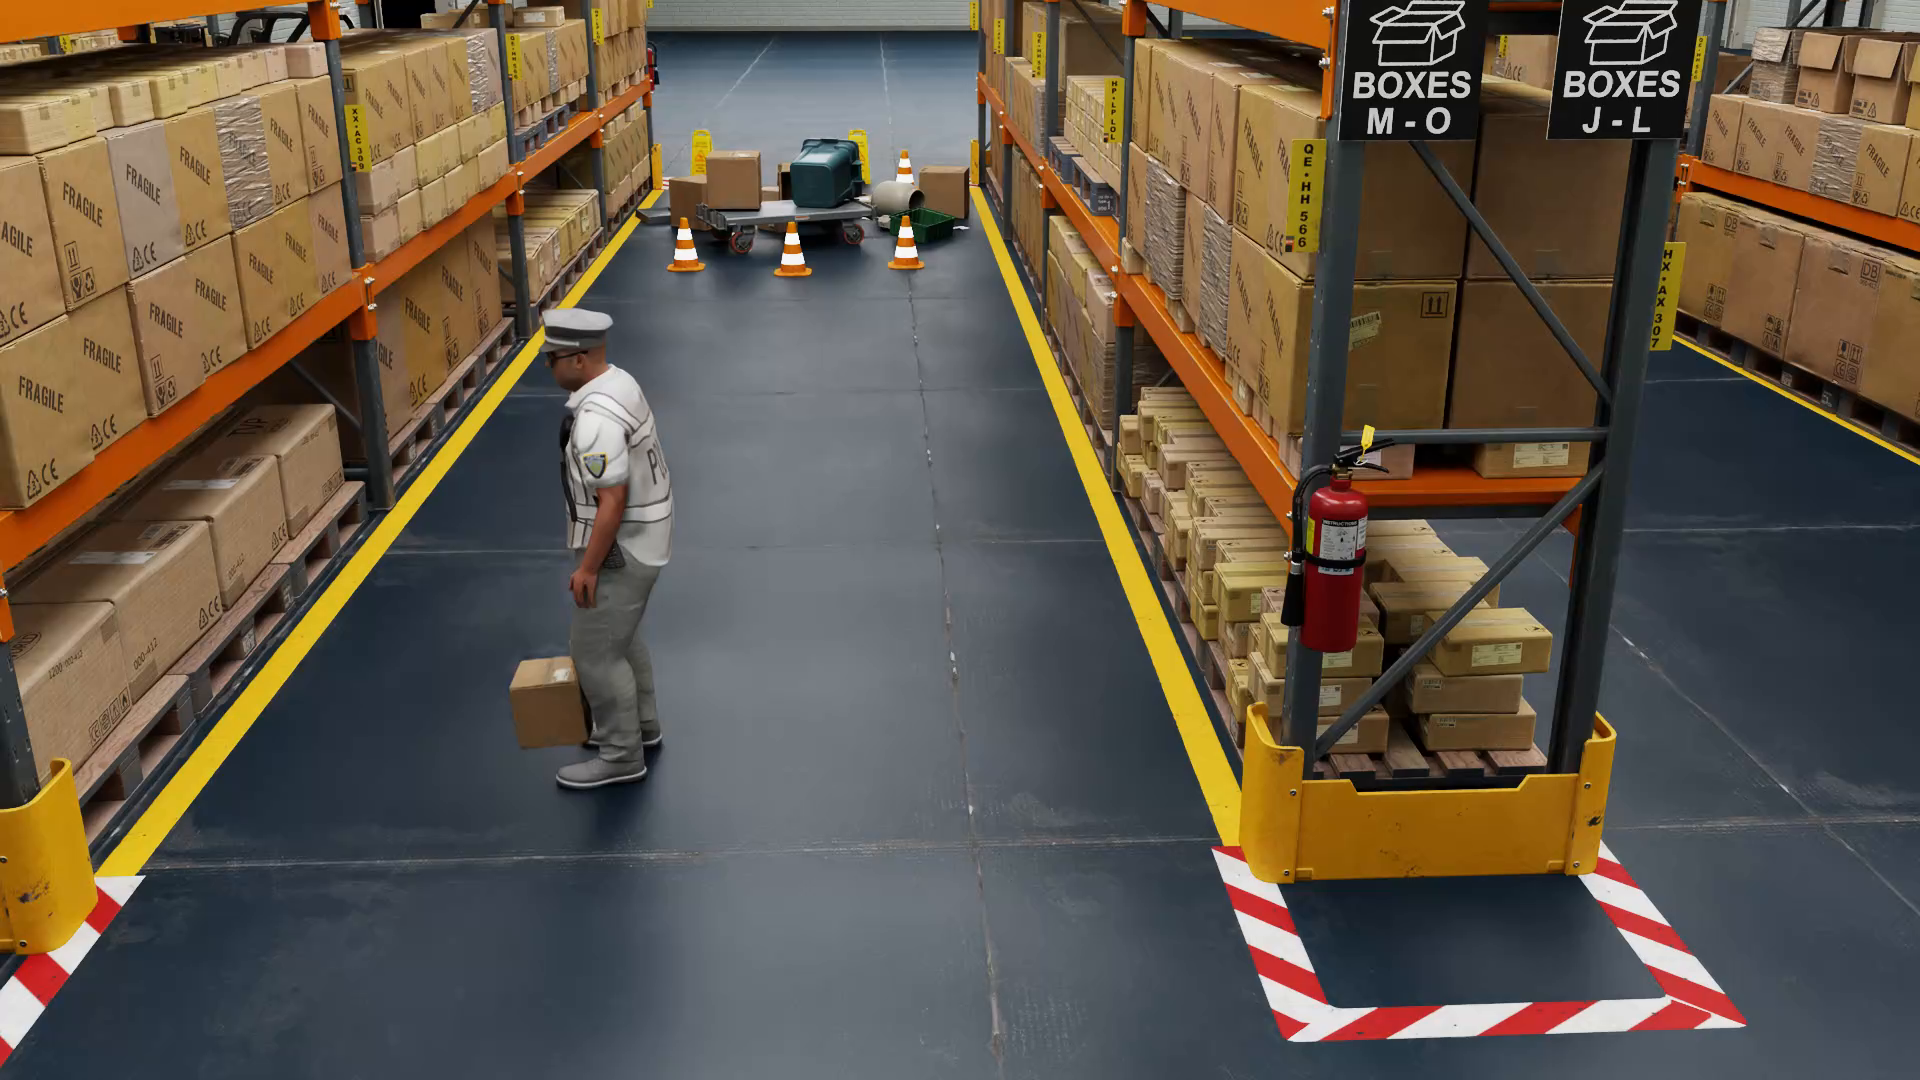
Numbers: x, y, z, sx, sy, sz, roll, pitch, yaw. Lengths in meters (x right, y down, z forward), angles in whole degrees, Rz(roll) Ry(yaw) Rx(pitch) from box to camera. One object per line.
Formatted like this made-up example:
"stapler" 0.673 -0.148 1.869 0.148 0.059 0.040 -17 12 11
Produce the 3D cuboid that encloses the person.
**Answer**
"person" -1.265 0.032 5.977 0.476 1.749 0.570 -2 20 -5
